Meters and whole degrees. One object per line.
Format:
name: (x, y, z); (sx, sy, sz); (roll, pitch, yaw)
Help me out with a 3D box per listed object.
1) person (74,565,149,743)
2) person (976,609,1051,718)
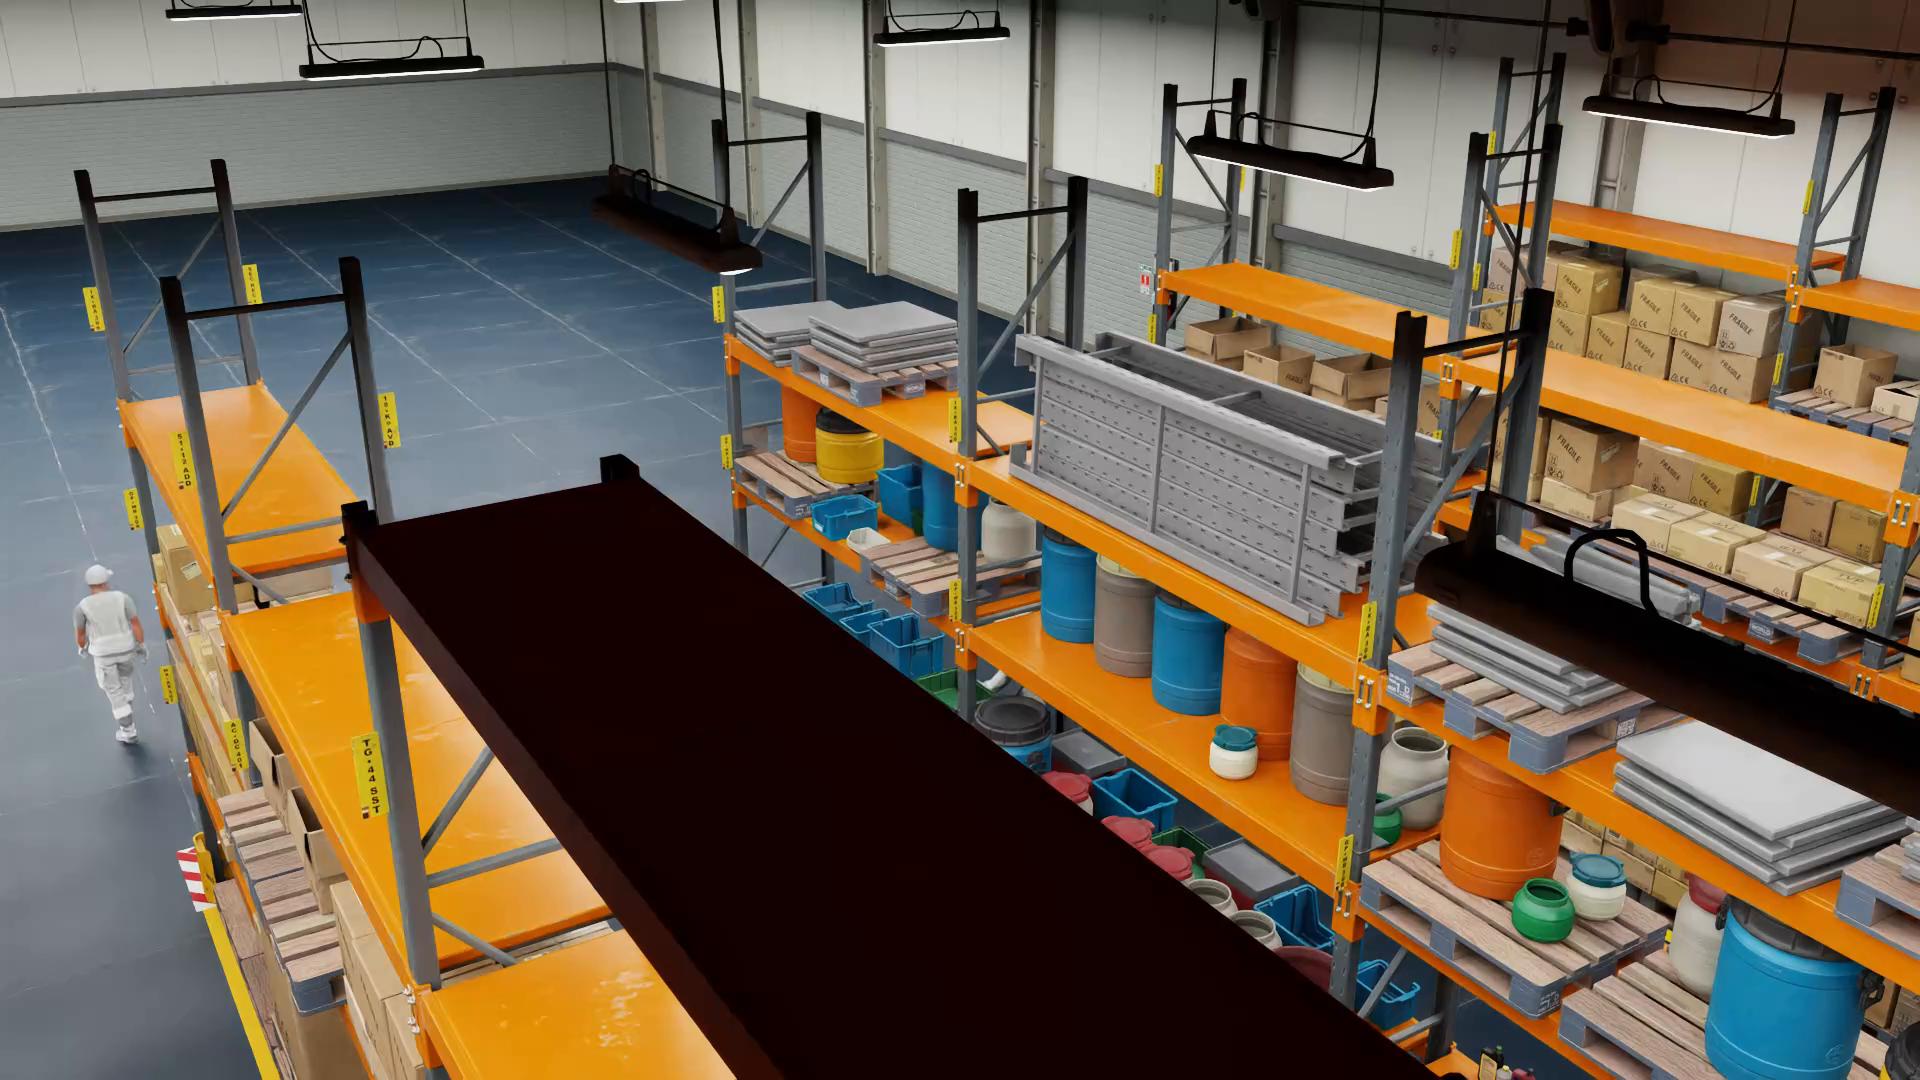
person: (-8.336, 1.063, 16.333); (0.561, 1.761, 0.885); (-17, 28, -36)
person: (0.467, 0.971, 16.604); (1.082, 1.699, 0.590); (11, 25, 26)
